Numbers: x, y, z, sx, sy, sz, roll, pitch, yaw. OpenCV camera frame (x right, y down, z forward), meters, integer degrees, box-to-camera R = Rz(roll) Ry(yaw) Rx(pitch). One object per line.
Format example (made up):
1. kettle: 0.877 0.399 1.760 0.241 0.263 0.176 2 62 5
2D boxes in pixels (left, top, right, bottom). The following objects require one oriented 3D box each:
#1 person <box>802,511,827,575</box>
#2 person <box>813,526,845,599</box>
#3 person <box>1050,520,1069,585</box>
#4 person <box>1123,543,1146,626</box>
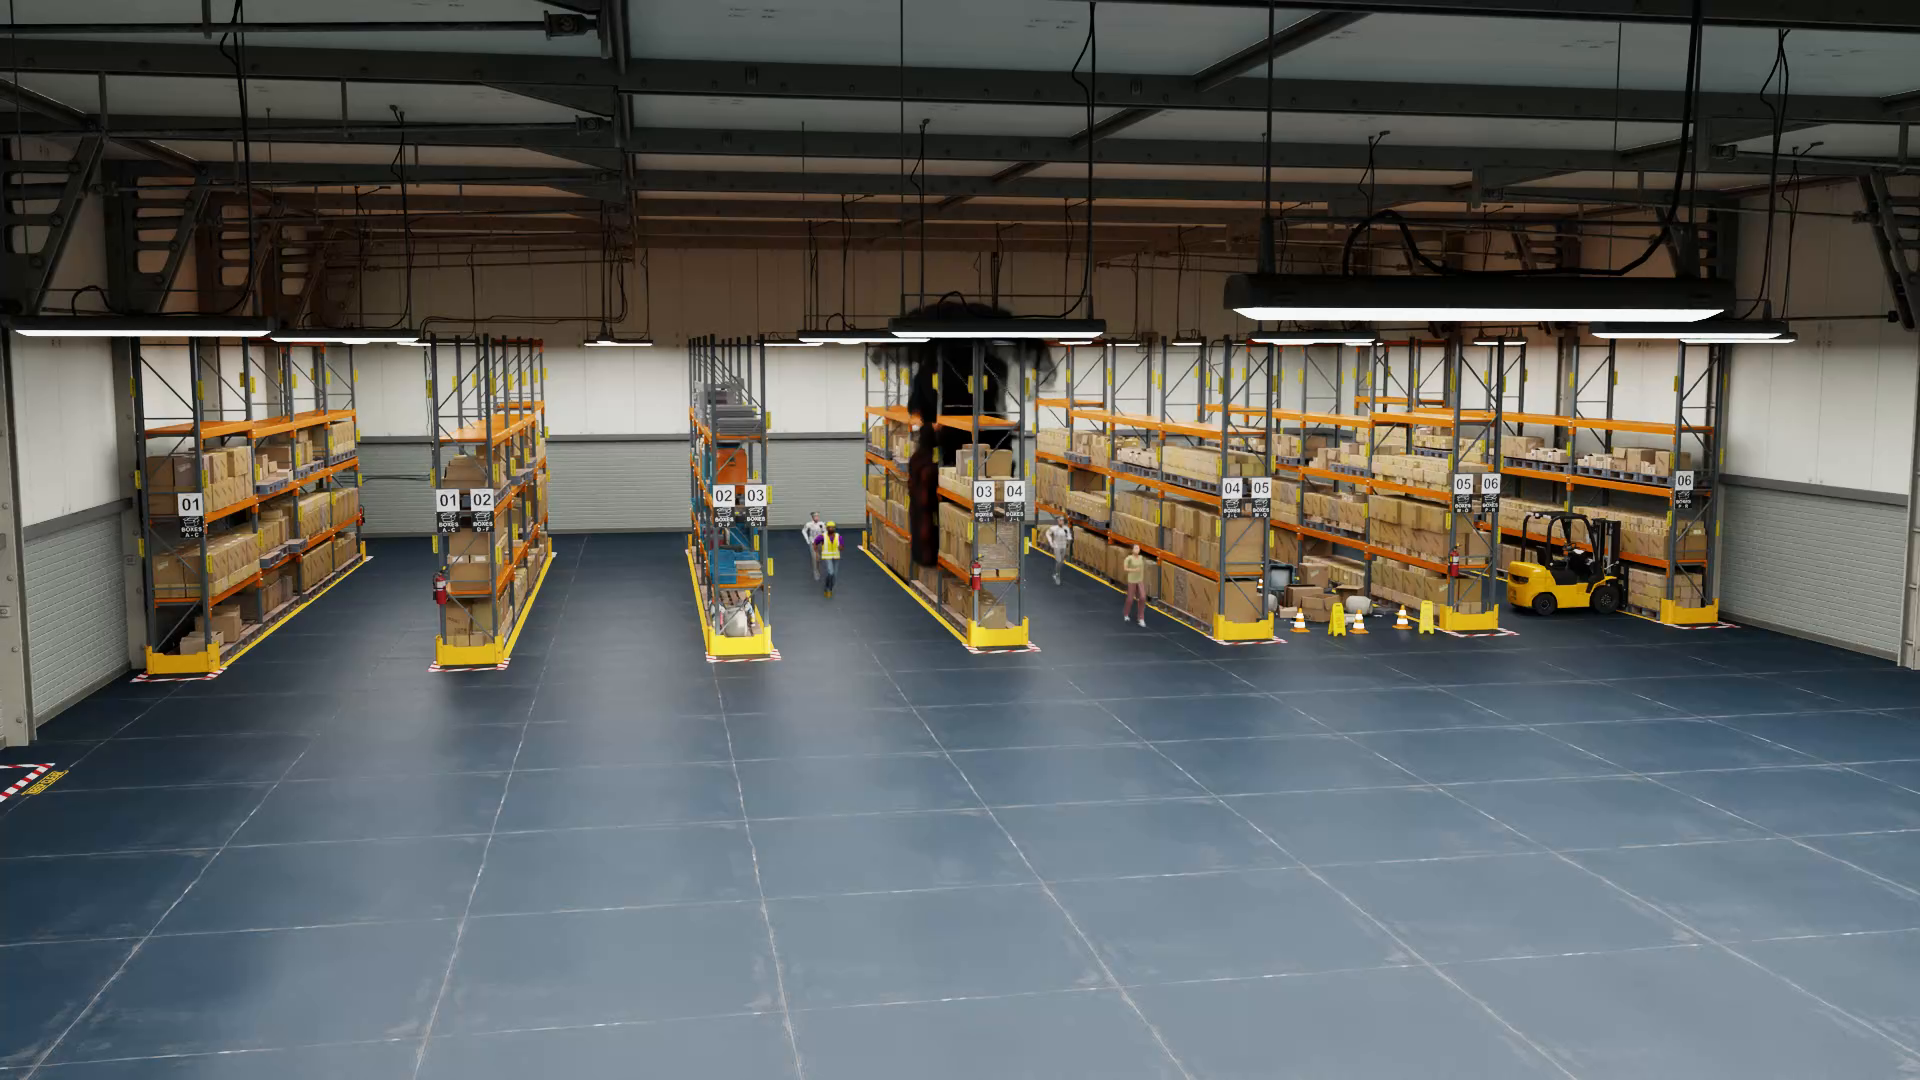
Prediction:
1. person: -3.601 0.063 41.449 0.619 1.609 0.688 -2 7 -19
2. person: -2.977 0.480 38.362 0.672 1.745 0.720 -3 7 -26
3. person: 2.414 0.257 40.732 0.430 1.687 0.782 -2 7 -17
4. person: 3.629 0.916 34.721 0.564 1.738 0.780 -2 7 -18
